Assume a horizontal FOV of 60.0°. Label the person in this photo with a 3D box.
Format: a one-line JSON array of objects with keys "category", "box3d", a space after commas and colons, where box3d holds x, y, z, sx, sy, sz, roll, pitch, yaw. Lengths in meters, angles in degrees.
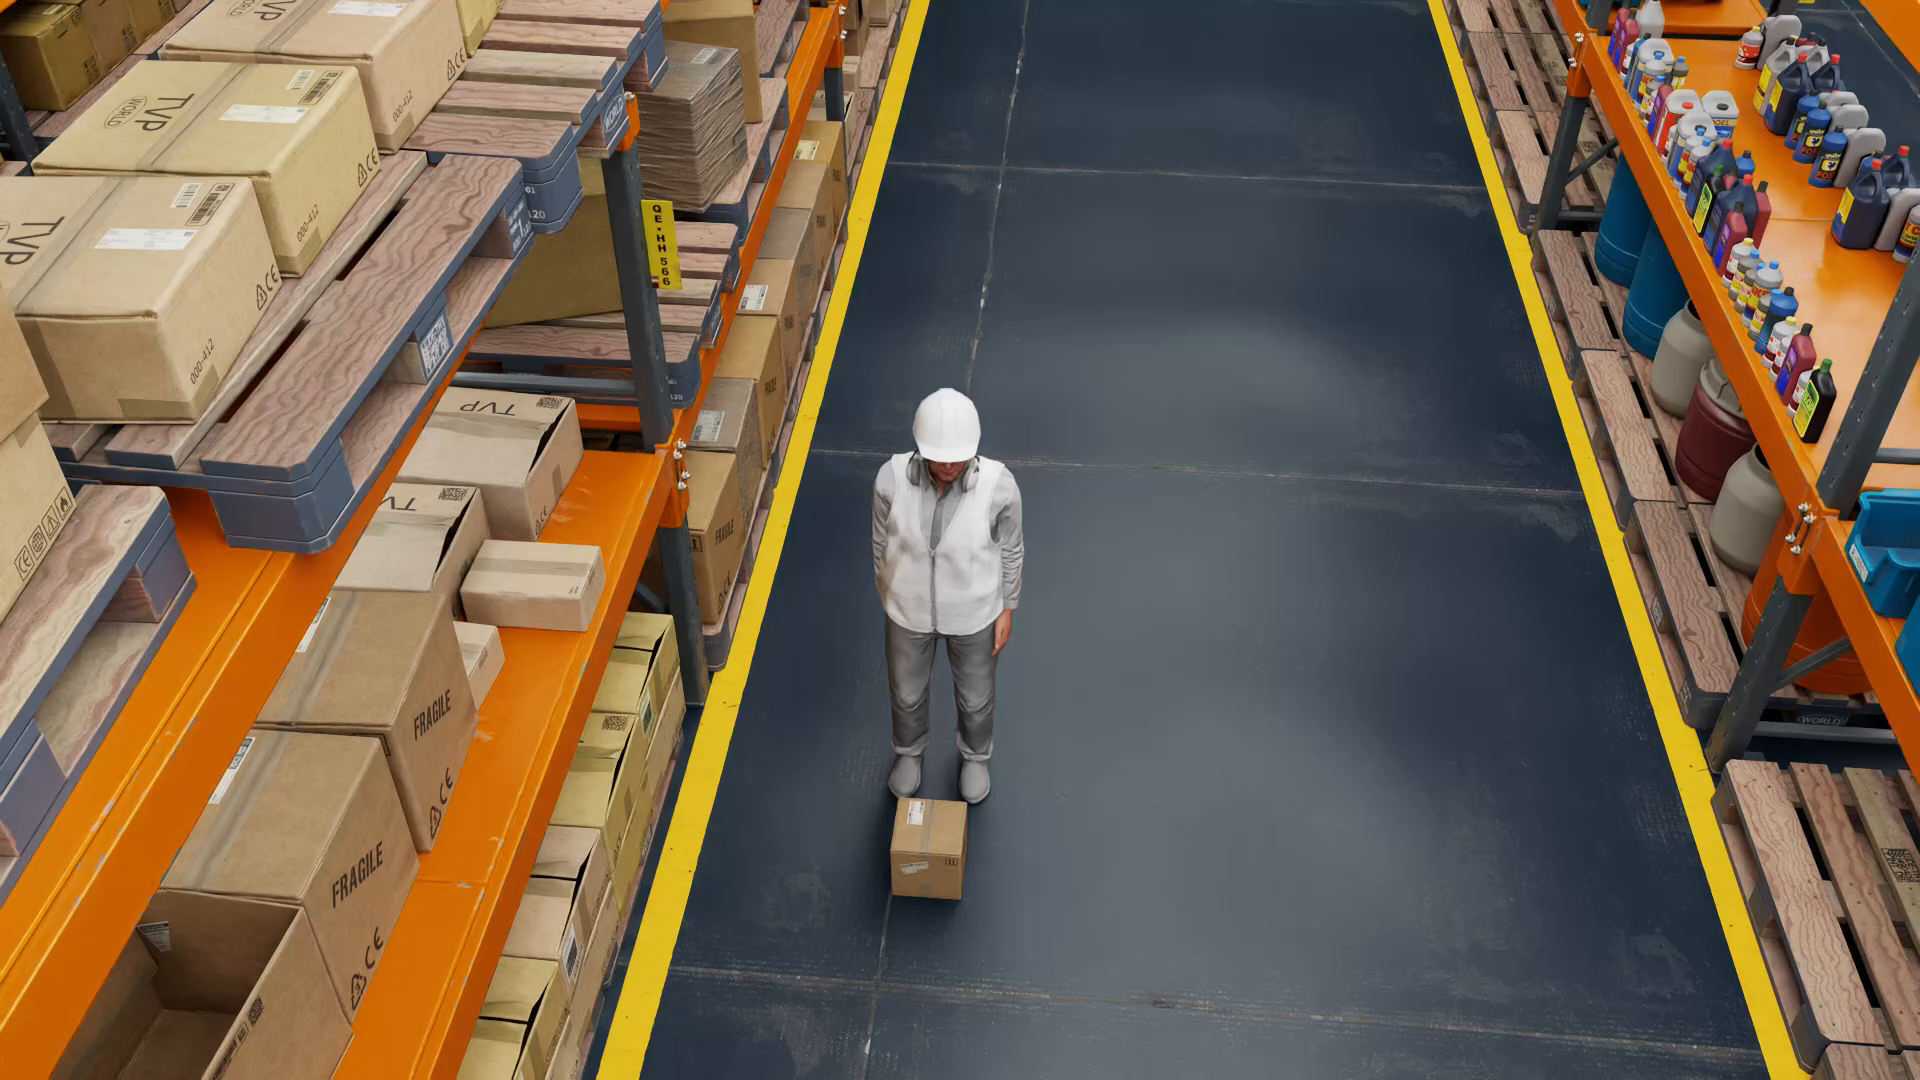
[{"category": "person", "box3d": [-0.044, 0.226, 5.873, 0.533, 1.763, 0.359, 4, 40, 5]}]
